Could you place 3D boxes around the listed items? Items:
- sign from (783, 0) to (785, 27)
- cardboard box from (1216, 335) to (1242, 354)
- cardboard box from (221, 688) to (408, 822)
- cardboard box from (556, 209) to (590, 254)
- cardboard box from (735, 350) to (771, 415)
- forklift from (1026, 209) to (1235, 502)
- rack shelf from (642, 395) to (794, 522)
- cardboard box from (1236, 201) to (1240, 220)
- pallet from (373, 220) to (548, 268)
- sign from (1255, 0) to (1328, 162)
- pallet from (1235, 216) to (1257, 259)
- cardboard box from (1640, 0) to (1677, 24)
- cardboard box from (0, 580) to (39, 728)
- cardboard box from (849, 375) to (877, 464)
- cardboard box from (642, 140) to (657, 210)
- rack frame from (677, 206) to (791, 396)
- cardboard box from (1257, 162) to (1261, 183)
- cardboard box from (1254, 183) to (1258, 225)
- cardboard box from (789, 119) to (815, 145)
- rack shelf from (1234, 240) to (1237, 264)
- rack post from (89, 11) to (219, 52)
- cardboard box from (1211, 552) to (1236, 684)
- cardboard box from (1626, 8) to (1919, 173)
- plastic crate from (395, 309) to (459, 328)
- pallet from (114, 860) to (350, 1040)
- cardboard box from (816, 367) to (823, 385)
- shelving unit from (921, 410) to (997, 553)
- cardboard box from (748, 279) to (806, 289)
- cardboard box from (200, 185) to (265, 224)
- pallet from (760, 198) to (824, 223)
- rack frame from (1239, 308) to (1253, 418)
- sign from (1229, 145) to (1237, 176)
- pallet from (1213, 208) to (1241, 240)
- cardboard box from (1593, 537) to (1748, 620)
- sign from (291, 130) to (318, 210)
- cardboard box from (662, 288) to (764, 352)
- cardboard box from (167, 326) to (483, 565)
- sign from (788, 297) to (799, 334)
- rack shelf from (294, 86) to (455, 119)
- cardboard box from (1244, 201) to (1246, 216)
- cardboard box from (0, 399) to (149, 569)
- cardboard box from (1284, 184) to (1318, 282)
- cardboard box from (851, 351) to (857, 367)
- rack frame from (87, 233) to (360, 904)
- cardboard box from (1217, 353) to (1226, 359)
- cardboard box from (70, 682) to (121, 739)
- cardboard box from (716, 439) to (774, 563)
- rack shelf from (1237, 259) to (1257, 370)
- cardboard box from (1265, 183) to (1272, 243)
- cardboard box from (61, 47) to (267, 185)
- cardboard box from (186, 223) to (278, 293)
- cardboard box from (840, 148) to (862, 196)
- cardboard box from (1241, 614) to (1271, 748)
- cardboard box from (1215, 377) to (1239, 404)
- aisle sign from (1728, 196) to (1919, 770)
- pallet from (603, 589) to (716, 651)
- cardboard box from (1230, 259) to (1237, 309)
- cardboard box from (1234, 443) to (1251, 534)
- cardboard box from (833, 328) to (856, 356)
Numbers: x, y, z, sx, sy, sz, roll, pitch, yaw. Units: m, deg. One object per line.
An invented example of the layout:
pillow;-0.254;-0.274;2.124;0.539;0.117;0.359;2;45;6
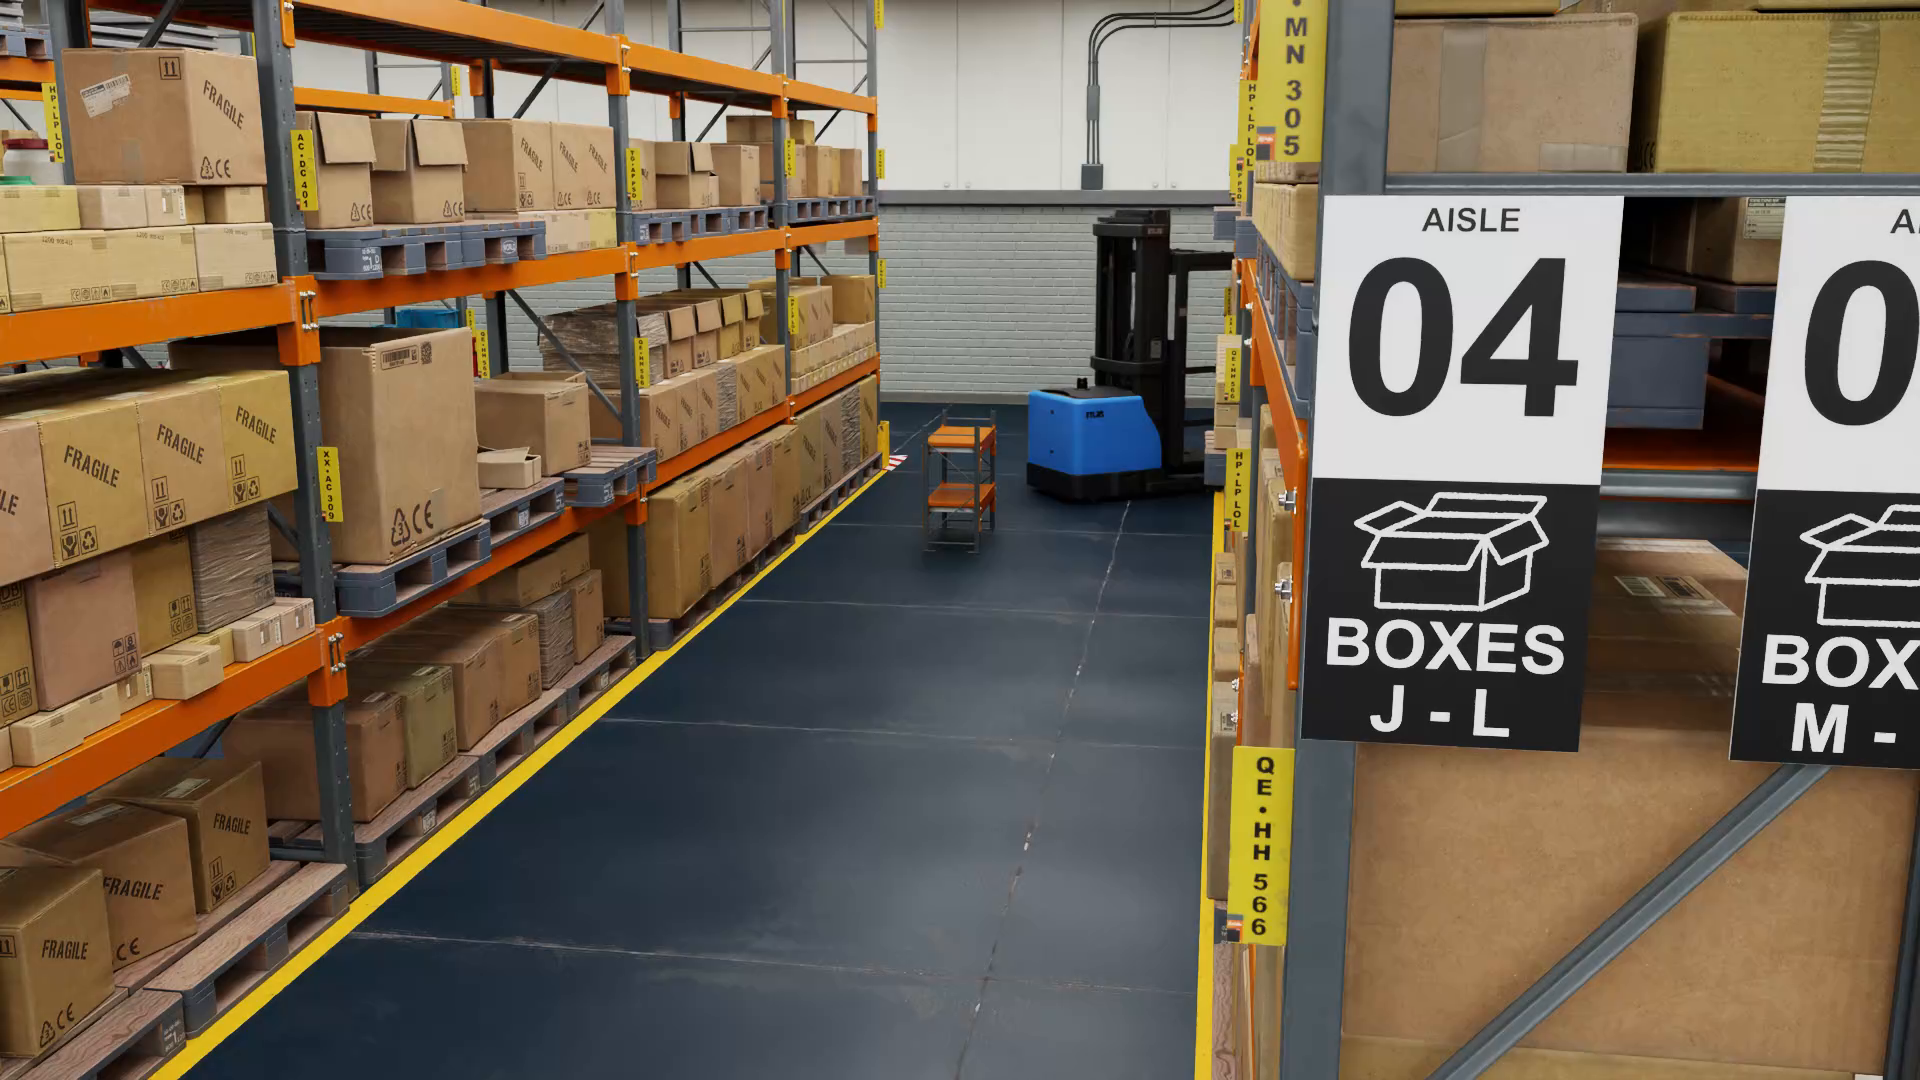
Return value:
sign;-1.966;-5.817;18.287;0.100;0.325;0.005;2;12;9
cardboard box;2.336;-1.623;13.846;0.380;0.149;0.250;3;12;12
cardboard box;-3.149;1.047;8.161;0.700;0.500;0.500;1;12;4
cardboard box;-2.543;-1.848;9.940;0.500;0.250;0.500;2;12;8
cardboard box;-1.919;-1.338;14.101;0.500;0.500;0.500;2;12;10
forklift;2.250;-2.018;17.656;3.031;2.935;1.130;-6;14;-27
rack shelf;-2.342;-0.730;13.225;1.077;0.370;4.000;2;12;9
cardboard box;2.660;-2.820;14.452;0.500;0.250;0.500;2;12;10
pallet;-2.908;-1.548;8.640;1.213;0.211;1.003;2;12;9
sign;0.472;-0.699;2.341;0.100;0.325;0.005;2;12;9
pallet;2.189;-1.722;9.448;1.213;0.211;1.003;2;12;11
cardboard box;1.450;-0.970;2.982;0.380;0.149;0.250;2;12;8
cardboard box;-3.602;0.378;5.434;0.875;0.500;0.500;2;12;9
cardboard box;-1.438;-1.362;18.494;0.875;0.875;0.875;2;12;9
cardboard box;-2.581;-2.698;12.294;0.500;0.500;0.500;3;12;12
rack frame;-2.034;-1.498;15.081;1.000;3.000;0.127;2;12;9
cardboard box;1.193;-1.246;5.206;0.500;0.250;0.500;2;12;8
cardboard box;1.191;-1.130;5.615;0.380;0.149;0.250;2;12;9
cardboard box;-1.740;-4.047;16.535;0.500;0.250;0.500;1;12;7
rack shelf;3.159;-2.847;15.929;1.077;0.370;4.000;2;12;9
rack post;-7.089;-4.380;14.393;0.937;0.300;0.954;2;12;8
cardboard box;2.054;0.535;9.992;1.050;0.750;0.750;2;12;8
cardboard box;1.334;-0.703;2.688;0.500;0.250;0.500;2;12;9
plastic crate;-6.180;-2.462;19.328;0.616;0.435;0.499;2;12;9
pallet;-3.333;1.671;6.994;1.003;0.211;1.213;2;12;9
cardboard box;-1.541;-1.590;16.106;0.380;0.149;0.250;2;12;7
shelving unit;0.001;-0.551;15.138;0.538;1.125;1.048;2;12;9
cardboard box;-1.910;-2.466;17.443;0.500;0.500;0.500;2;12;7
cardboard box;-3.029;-1.344;6.654;0.380;0.149;0.250;2;12;10
pallet;-1.898;-3.091;15.563;1.003;0.211;1.213;2;12;9
rack frame;2.236;-0.484;10.374;1.000;3.000;0.127;2;12;9
sign;2.930;-4.060;17.775;0.100;0.325;0.005;2;12;9
pallet;2.495;-2.350;12.359;1.213;0.211;1.003;2;12;9
cardboard box;1.315;0.275;3.935;0.875;0.550;0.550;2;12;9
sign;-2.727;-1.536;6.909;0.100;0.325;0.005;2;12;9
cardboard box;-2.124;-1.904;14.347;0.797;0.503;0.637;2;12;7
cardboard box;-3.004;-0.492;7.993;1.000;1.000;1.000;2;12;9
sign;-1.496;-2.010;14.895;0.100;0.325;0.005;2;12;9
rack shelf;-6.621;-4.460;17.244;1.077;0.370;4.000;2;12;9
cardboard box;2.073;-2.126;10.637;0.500;0.500;0.500;2;12;9
cardboard box;-3.215;-0.205;5.765;0.500;0.500;0.500;2;12;9
cardboard box;0.722;-0.496;2.675;0.380;0.149;0.250;2;12;9
cardboard box;-1.304;-1.910;17.591;0.380;0.149;0.250;2;12;7
rack frame;-3.265;0.167;7.354;1.000;3.000;0.127;2;12;9
cardboard box;2.100;-1.297;12.336;0.380;0.149;0.250;2;12;10
cardboard box;-3.248;0.603;5.928;0.380;0.149;0.250;2;12;9
cardboard box;-2.249;-0.345;13.776;1.225;0.875;0.875;1;12;7
rack shelf;1.928;-1.182;8.202;1.077;0.370;4.000;2;12;9
cardboard box;0.957;-0.814;4.148;0.380;0.149;0.250;2;12;9
cardboard box;-3.082;-1.636;6.470;0.500;0.500;0.500;2;12;7
cardboard box;-3.077;-1.122;6.574;0.500;0.250;0.500;2;12;11
cardboard box;-1.446;-3.990;18.053;0.700;0.500;0.500;1;12;5
cardboard box;1.314;0.577;5.098;0.875;0.550;0.550;2;12;9
cardboard box;1.858;-0.974;10.836;0.380;0.149;0.250;1;12;6
aisle sign;1.291;-0.065;2.259;0.394;0.787;0.004;2;12;9
pallet;-2.454;0.536;12.261;1.003;0.211;1.213;2;12;9
cardboard box;2.962;-2.534;16.573;0.500;0.500;0.500;2;12;7
cardboard box;1.747;-0.237;8.992;0.500;0.500;0.500;2;12;9
cardboard box;-1.388;-2.082;17.440;0.500;0.250;0.500;1;12;7
